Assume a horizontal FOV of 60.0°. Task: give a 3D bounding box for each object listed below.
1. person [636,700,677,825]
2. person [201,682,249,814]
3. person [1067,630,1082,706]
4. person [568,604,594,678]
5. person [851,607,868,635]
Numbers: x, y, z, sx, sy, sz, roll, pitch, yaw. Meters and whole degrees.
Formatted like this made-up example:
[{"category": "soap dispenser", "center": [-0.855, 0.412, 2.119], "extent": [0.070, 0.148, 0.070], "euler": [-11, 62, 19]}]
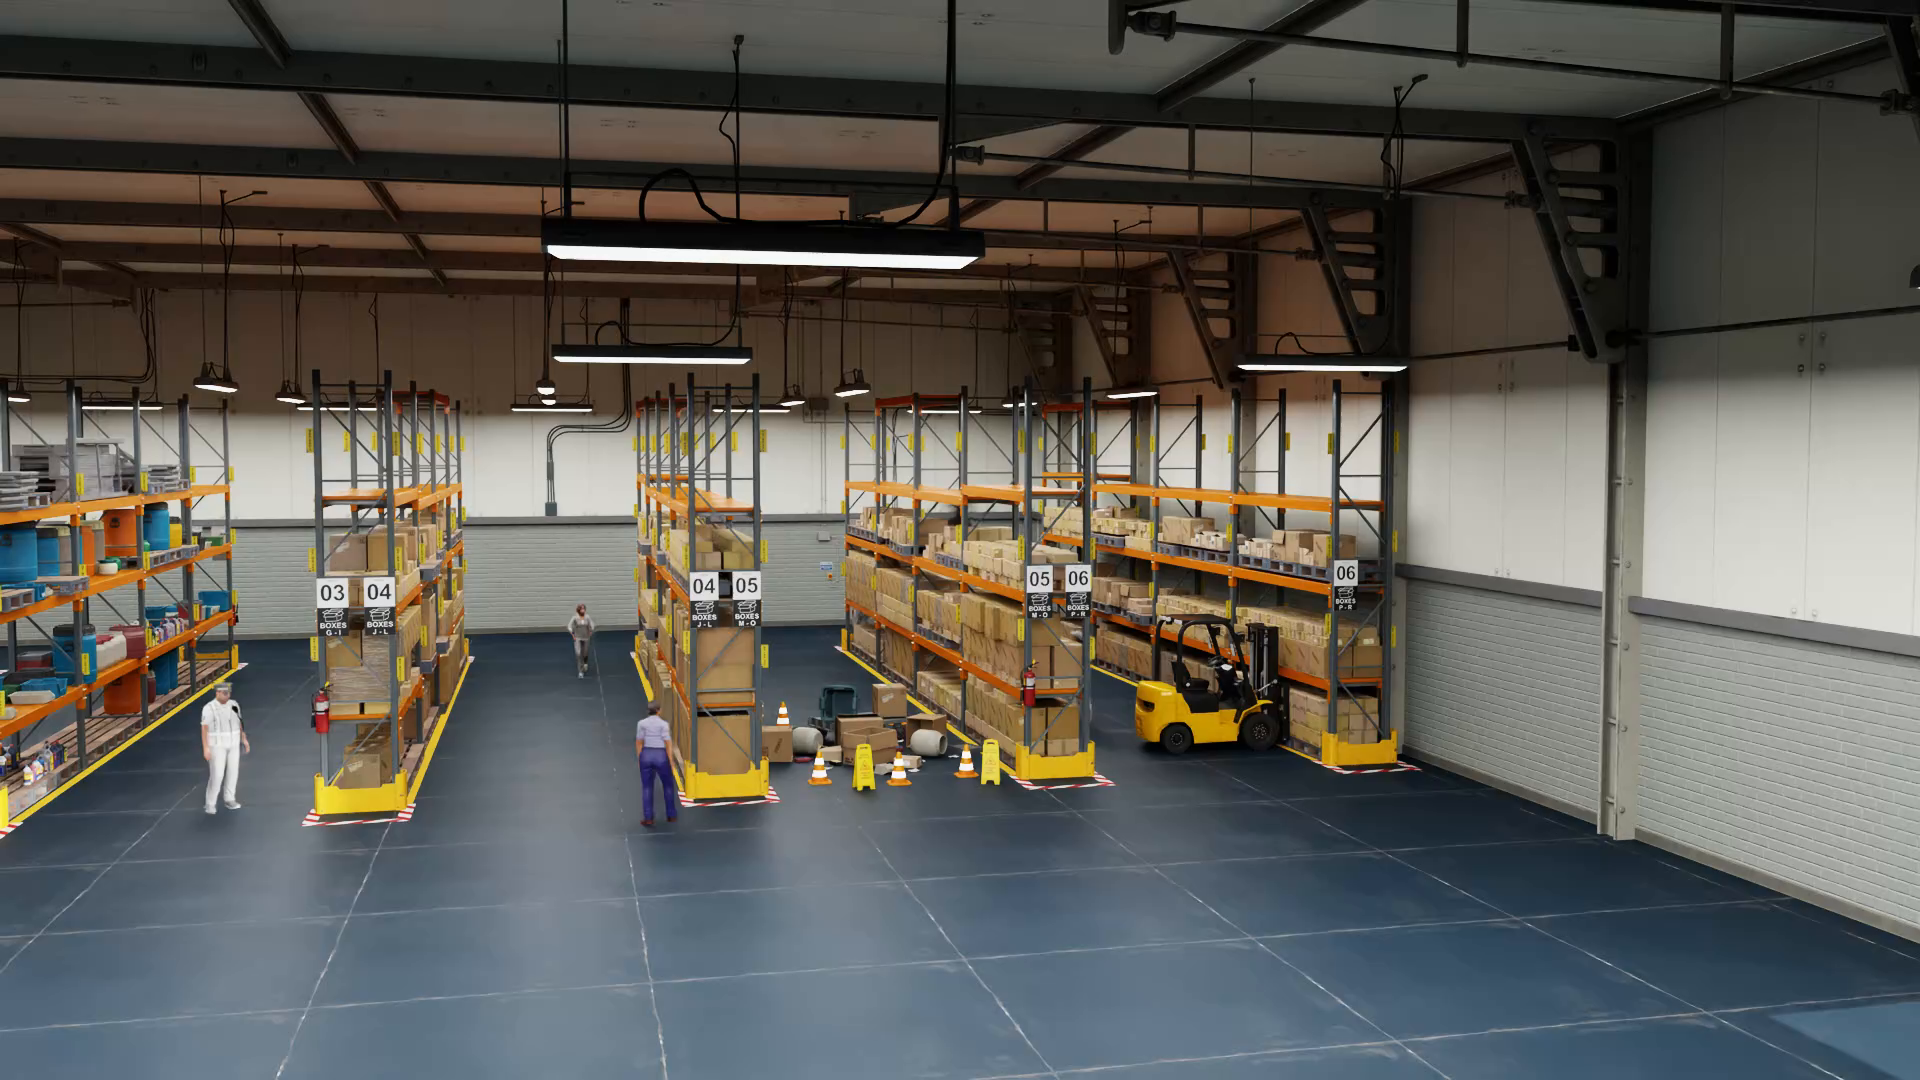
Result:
[{"category": "person", "center": [-3.991, 2.914, 21.895], "extent": [0.512, 1.660, 0.508], "euler": [0, 3, 0]}, {"category": "person", "center": [-10.089, 2.858, 22.777], "extent": [0.421, 1.828, 0.605], "euler": [2, 4, 31]}, {"category": "person", "center": [2.017, 2.445, 30.115], "extent": [0.571, 1.655, 0.743], "euler": [-1, 3, -16]}, {"category": "person", "center": [-8.178, 2.162, 35.893], "extent": [0.564, 1.590, 0.648], "euler": [-1, 3, -11]}, {"category": "person", "center": [-2.534, 1.739, 41.736], "extent": [0.526, 1.669, 0.749], "euler": [2, 4, 28]}]
